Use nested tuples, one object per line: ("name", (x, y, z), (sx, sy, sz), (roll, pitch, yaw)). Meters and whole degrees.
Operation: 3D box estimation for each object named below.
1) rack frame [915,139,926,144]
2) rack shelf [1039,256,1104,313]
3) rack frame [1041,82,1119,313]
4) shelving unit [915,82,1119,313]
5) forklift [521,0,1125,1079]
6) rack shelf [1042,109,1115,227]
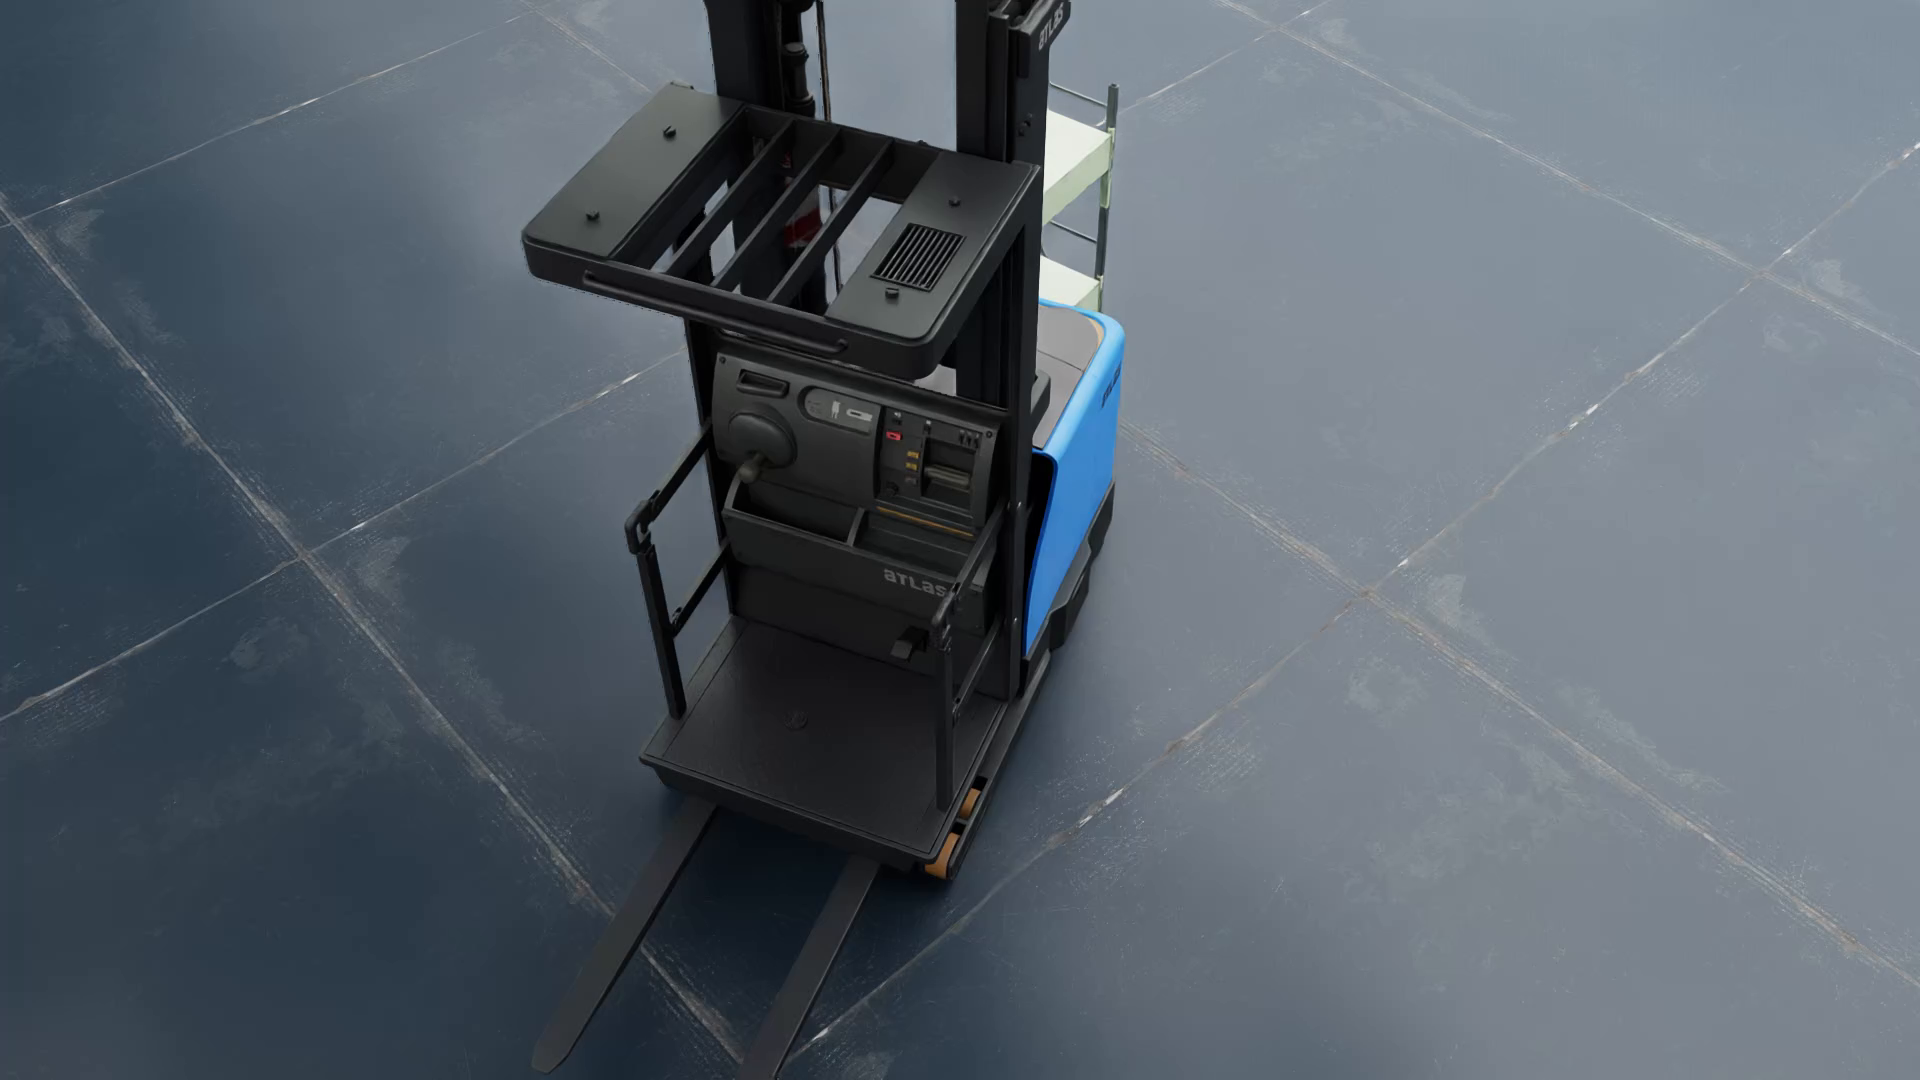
("rack frame", (0.005, -0.859, 6.522), (0.400, 1.500, 0.023), (28, 53, 24))
("rack shelf", (0.220, -0.855, 6.962), (0.431, 0.370, 0.720), (28, 53, 24))
("rack frame", (0.436, -1.293, 6.923), (0.400, 1.500, 0.023), (28, 53, 24))
("shelving unit", (0.220, -1.076, 6.722), (0.431, 1.500, 0.755), (28, 53, 24))
("forklift", (-0.409, -0.200, 4.940), (1.130, 2.935, 3.031), (17, 49, 15))
("rack shelf", (0.220, -1.341, 6.436), (0.431, 0.370, 0.720), (28, 53, 24))
